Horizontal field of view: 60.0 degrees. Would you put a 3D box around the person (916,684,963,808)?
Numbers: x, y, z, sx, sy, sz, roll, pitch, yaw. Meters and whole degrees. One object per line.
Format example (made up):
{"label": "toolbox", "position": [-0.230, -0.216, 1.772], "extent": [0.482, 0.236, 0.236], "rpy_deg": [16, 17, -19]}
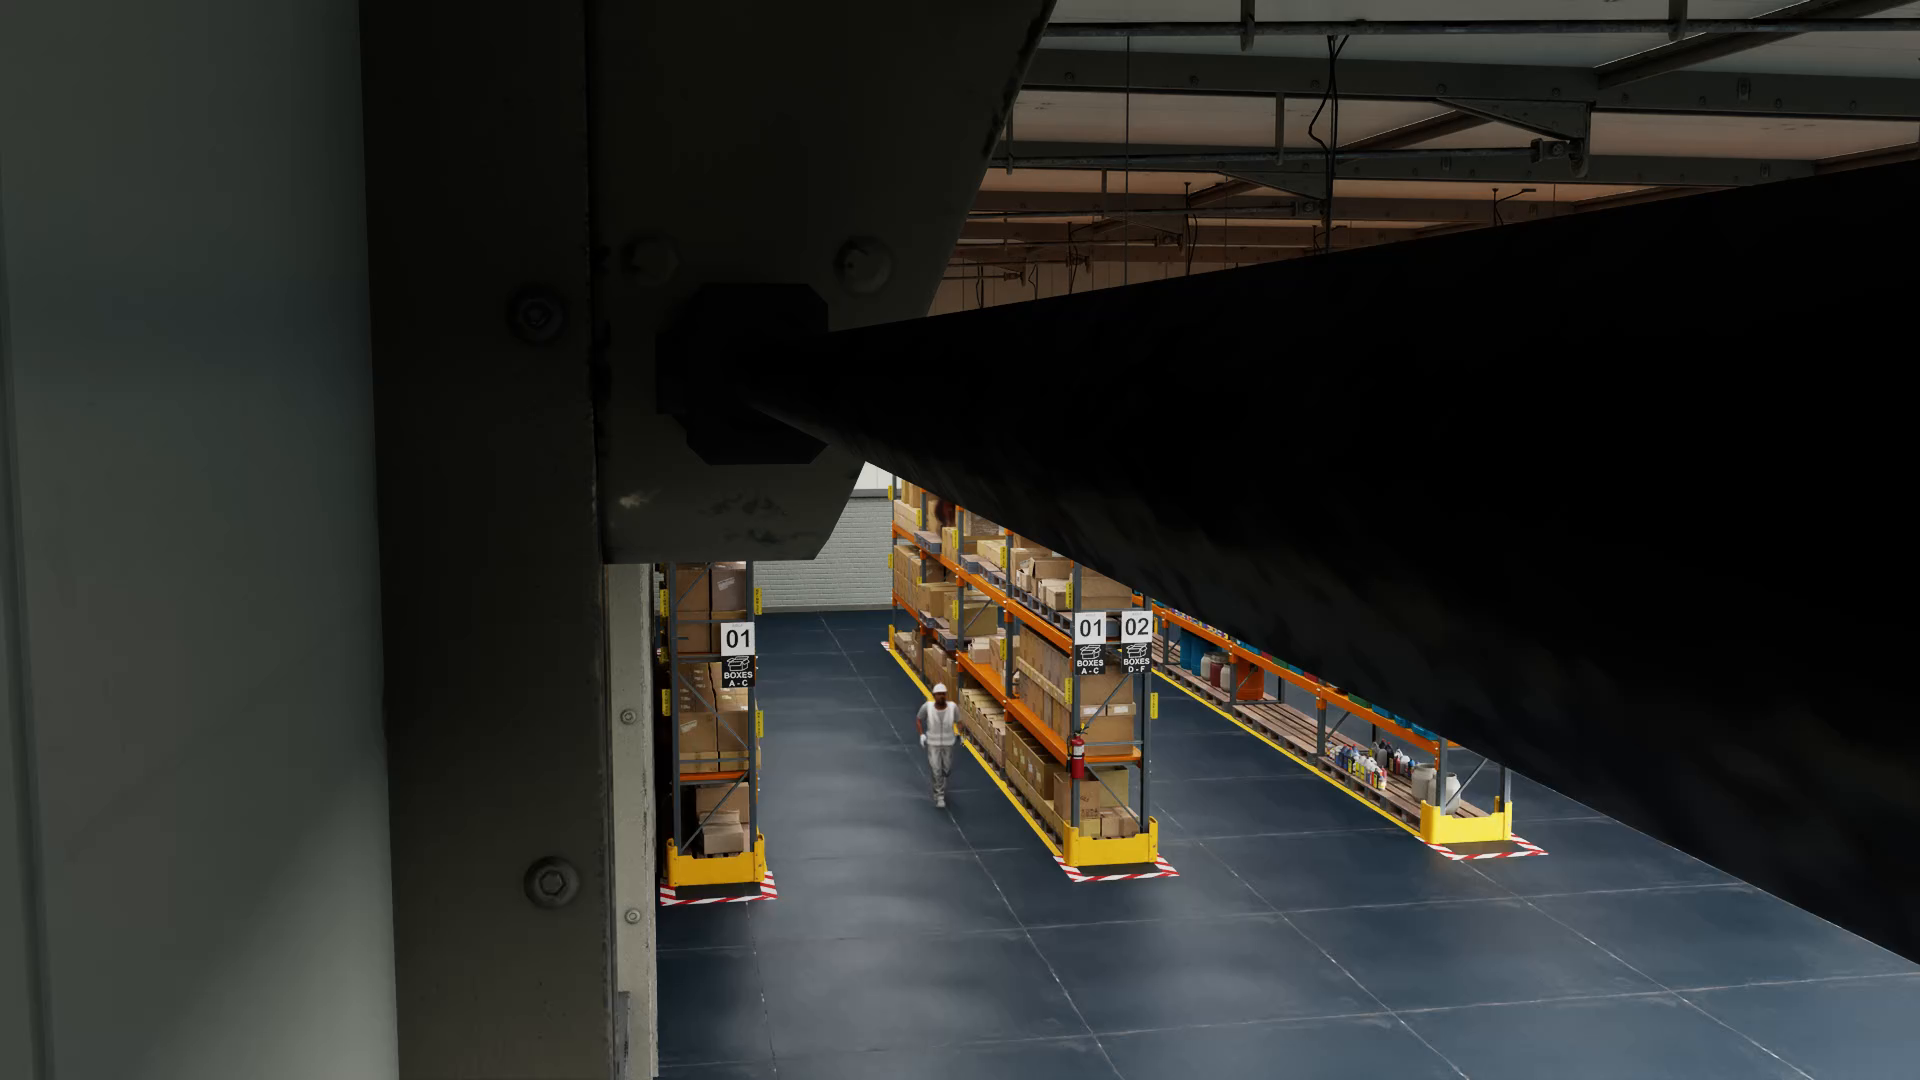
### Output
{"label": "person", "position": [-0.300, 2.899, 23.812], "extent": [0.663, 1.745, 0.813], "rpy_deg": [-1, 6, -8]}
